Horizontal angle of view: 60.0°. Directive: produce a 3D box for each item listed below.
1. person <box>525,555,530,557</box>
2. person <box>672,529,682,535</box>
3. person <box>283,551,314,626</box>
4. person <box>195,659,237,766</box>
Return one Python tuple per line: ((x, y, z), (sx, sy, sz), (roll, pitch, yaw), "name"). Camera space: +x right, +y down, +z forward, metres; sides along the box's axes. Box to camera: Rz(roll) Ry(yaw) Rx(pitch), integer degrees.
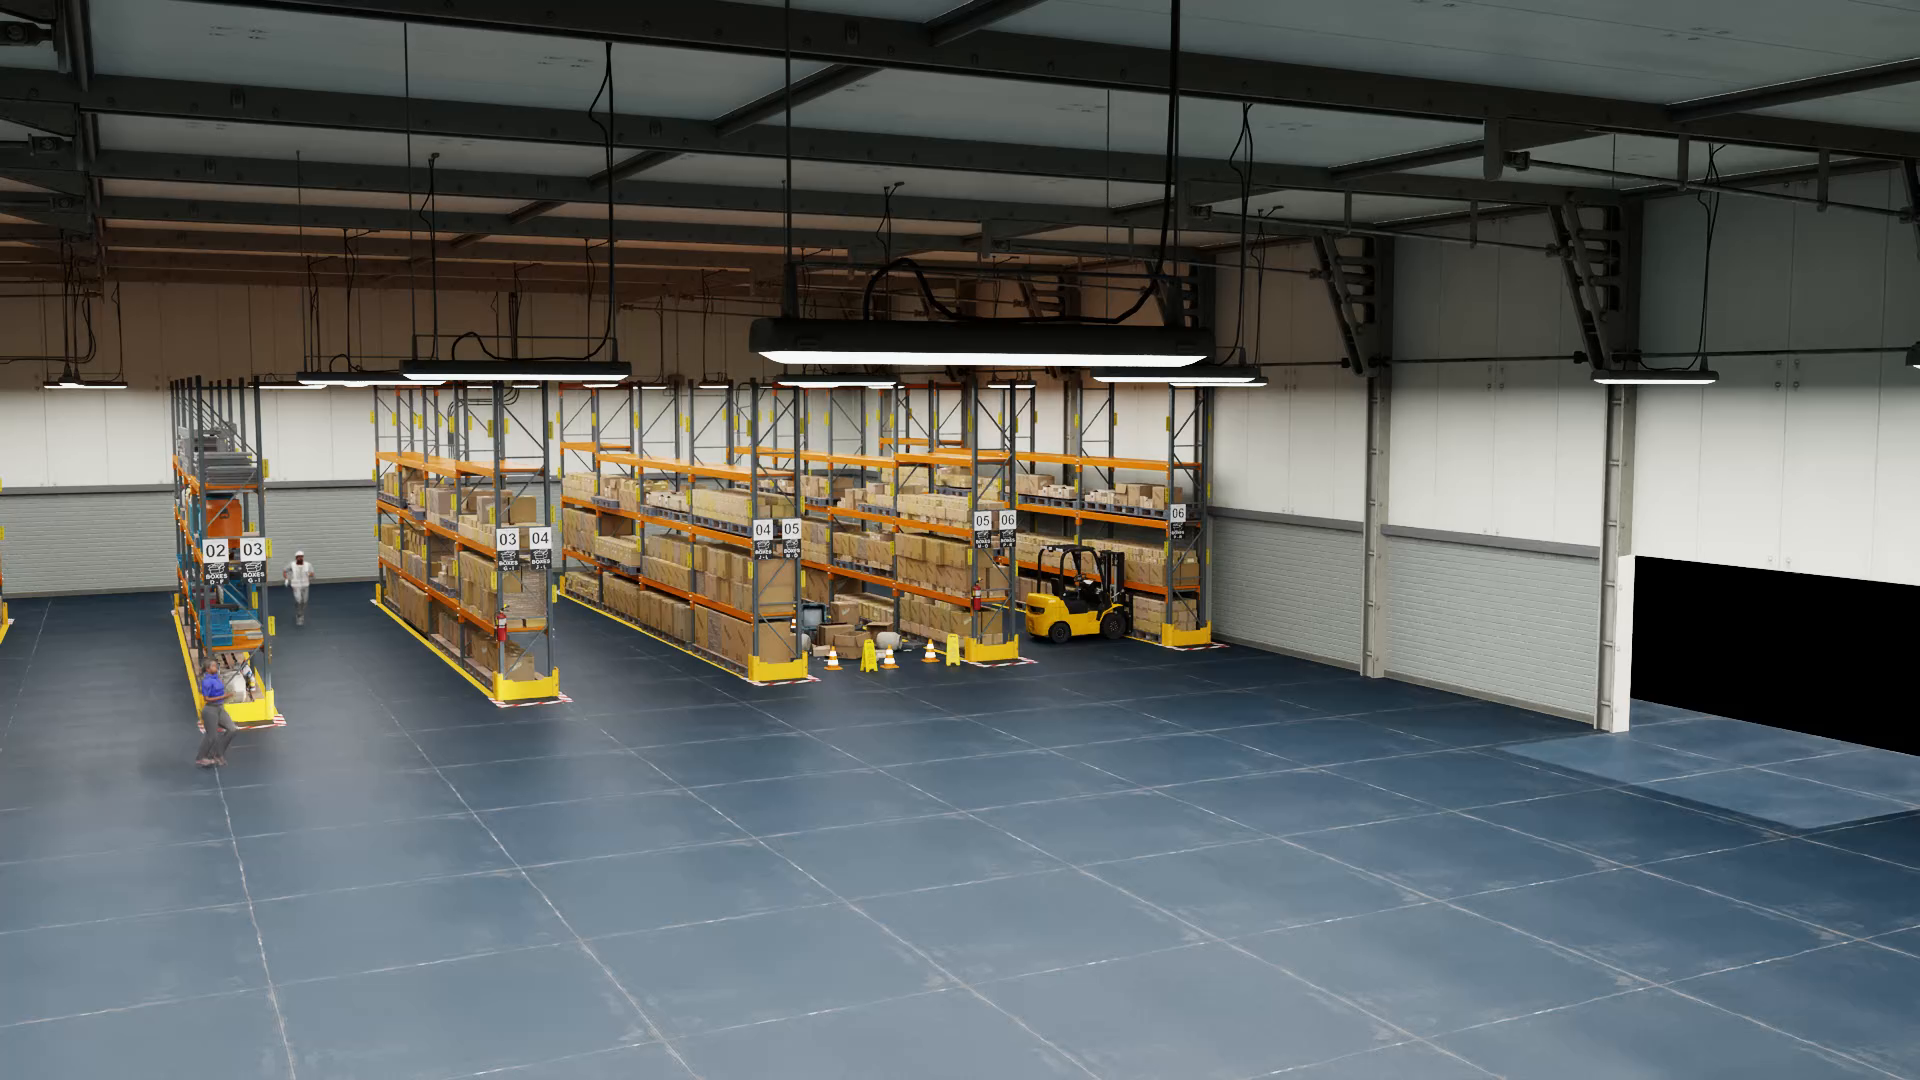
((-11.921, 0.843, 45.714), (0.568, 1.698, 0.701), (-2, 6, -23), "person")
((-8.437, 0.363, 50.284), (0.827, 1.779, 0.654), (-1, 5, -15), "person")
((-16.261, 1.190, 40.985), (0.661, 1.847, 0.785), (-4, 7, -39), "person")
((-11.356, 2.654, 25.394), (0.660, 1.684, 0.555), (0, 5, 2), "person")
